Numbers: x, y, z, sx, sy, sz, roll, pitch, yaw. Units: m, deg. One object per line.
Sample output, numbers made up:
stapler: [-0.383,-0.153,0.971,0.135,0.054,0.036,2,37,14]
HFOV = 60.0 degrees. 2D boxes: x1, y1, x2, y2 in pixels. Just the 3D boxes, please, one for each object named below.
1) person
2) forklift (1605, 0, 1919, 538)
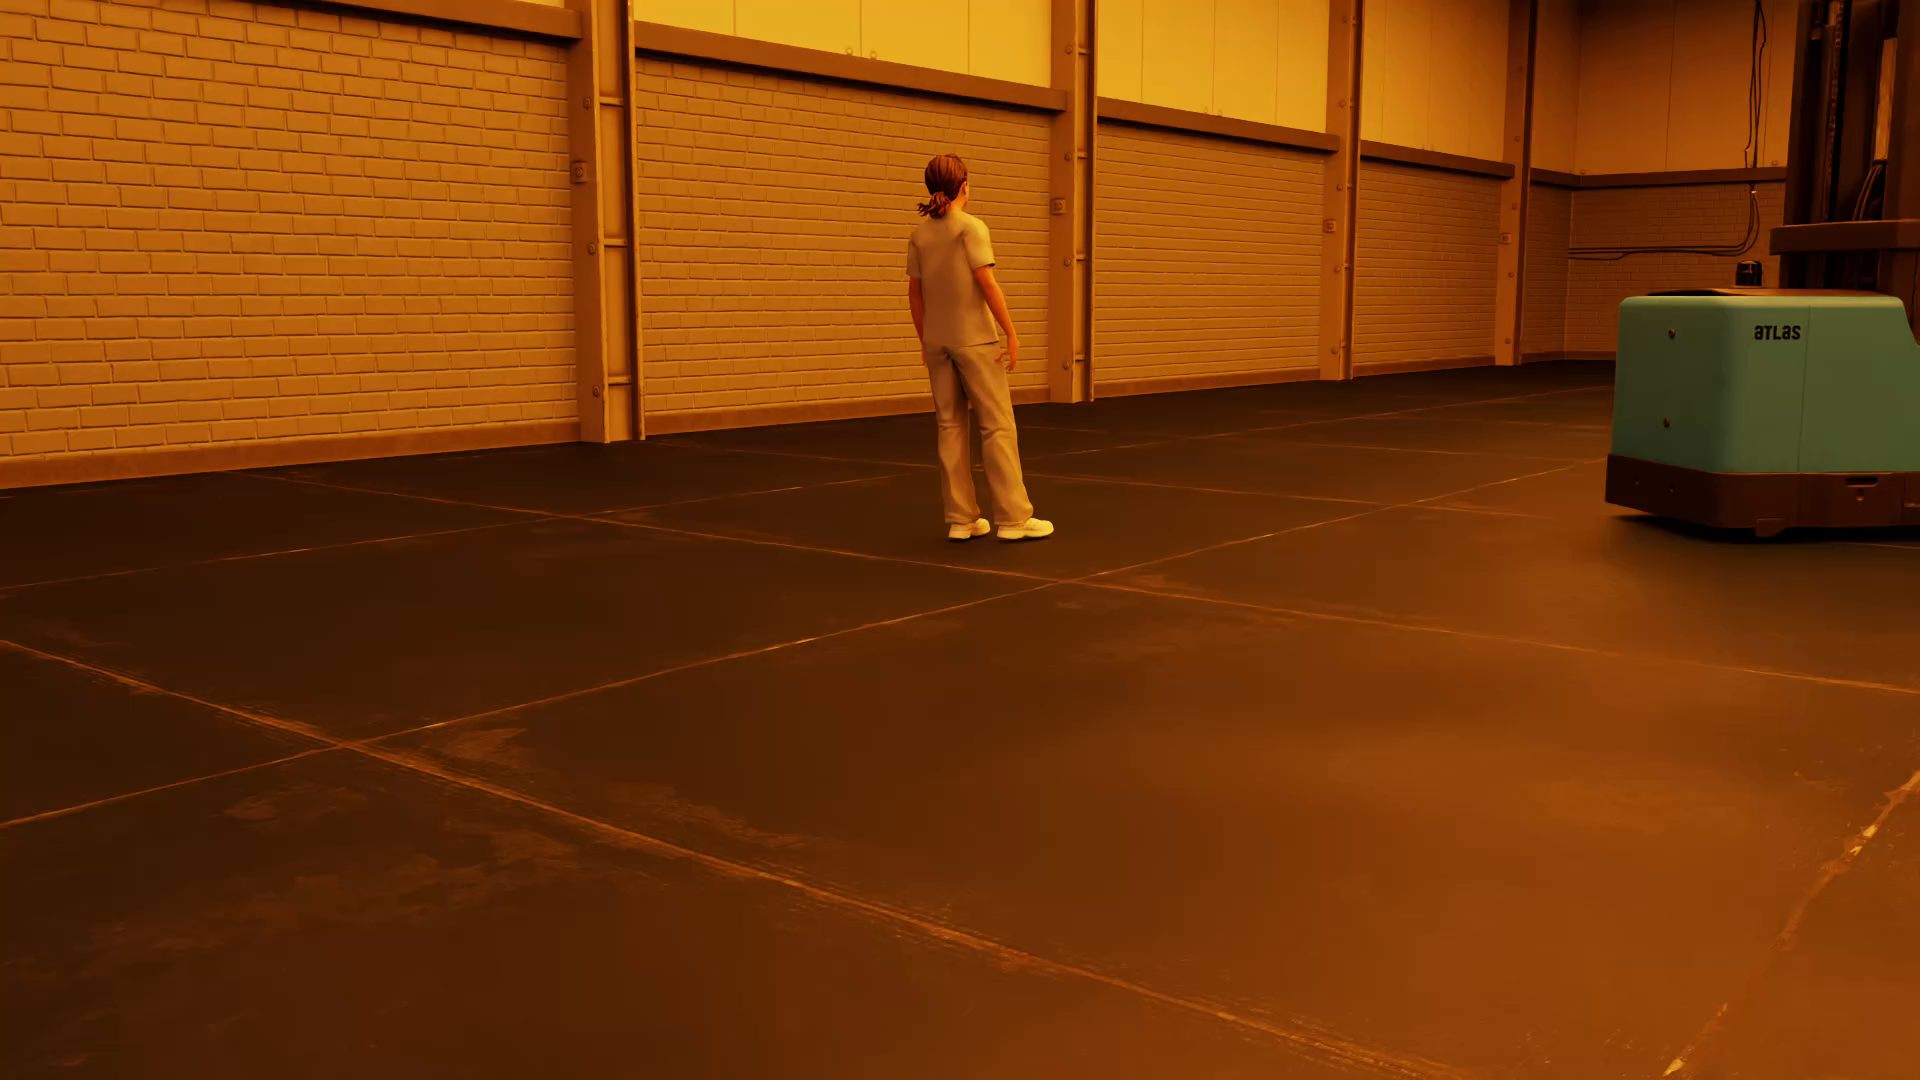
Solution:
person: [0.057,-0.843,7.331,0.549,1.675,0.549,7,11,38]
forklift: [4.733,-1.529,7.730,3.031,2.935,1.130,-1,8,-7]
